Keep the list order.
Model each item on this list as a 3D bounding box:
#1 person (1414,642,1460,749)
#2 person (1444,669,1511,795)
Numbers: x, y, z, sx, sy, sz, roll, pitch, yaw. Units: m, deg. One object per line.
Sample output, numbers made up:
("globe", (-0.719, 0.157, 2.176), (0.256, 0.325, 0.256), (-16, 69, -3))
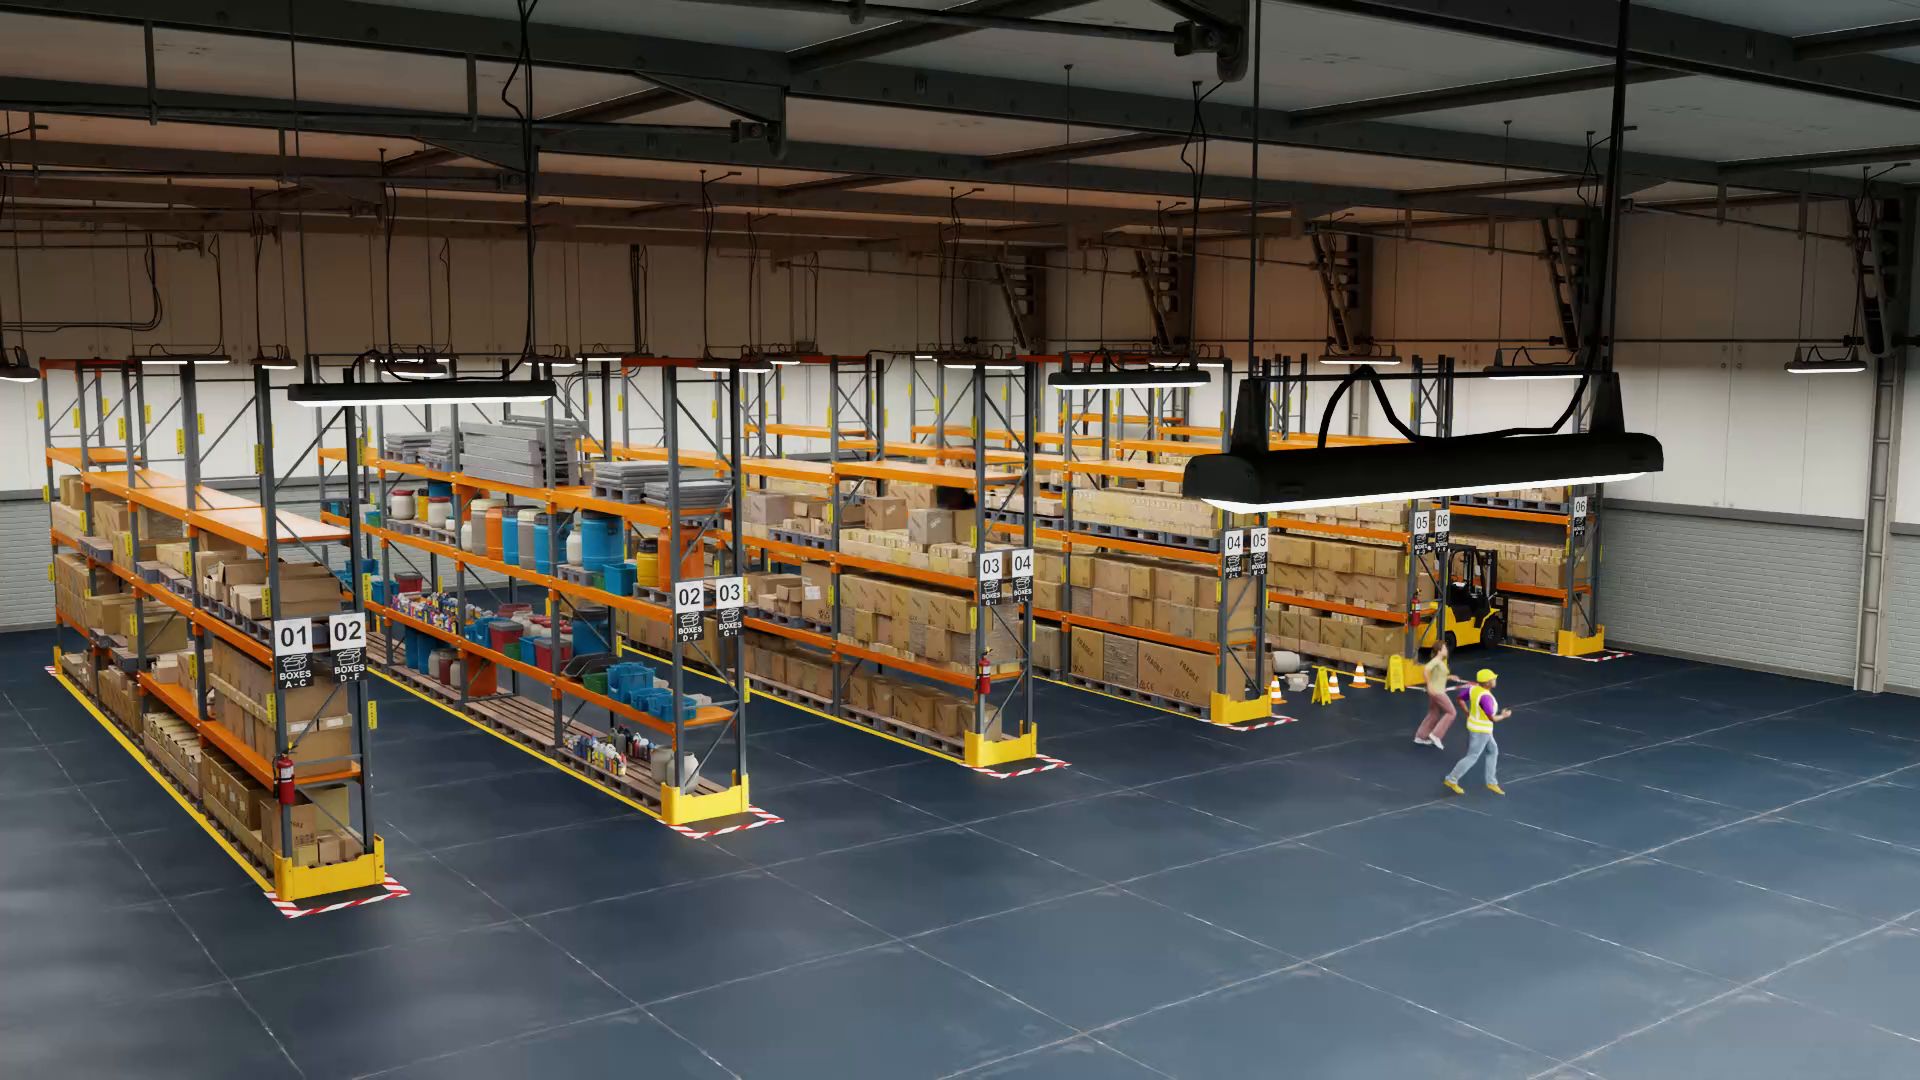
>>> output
("person", (7.449, 2.408, 25.915), (0.654, 1.678, 0.573), (1, 7, 12))
("person", (7.177, 2.685, 23.129), (0.913, 1.811, 0.710), (0, 7, 1))
